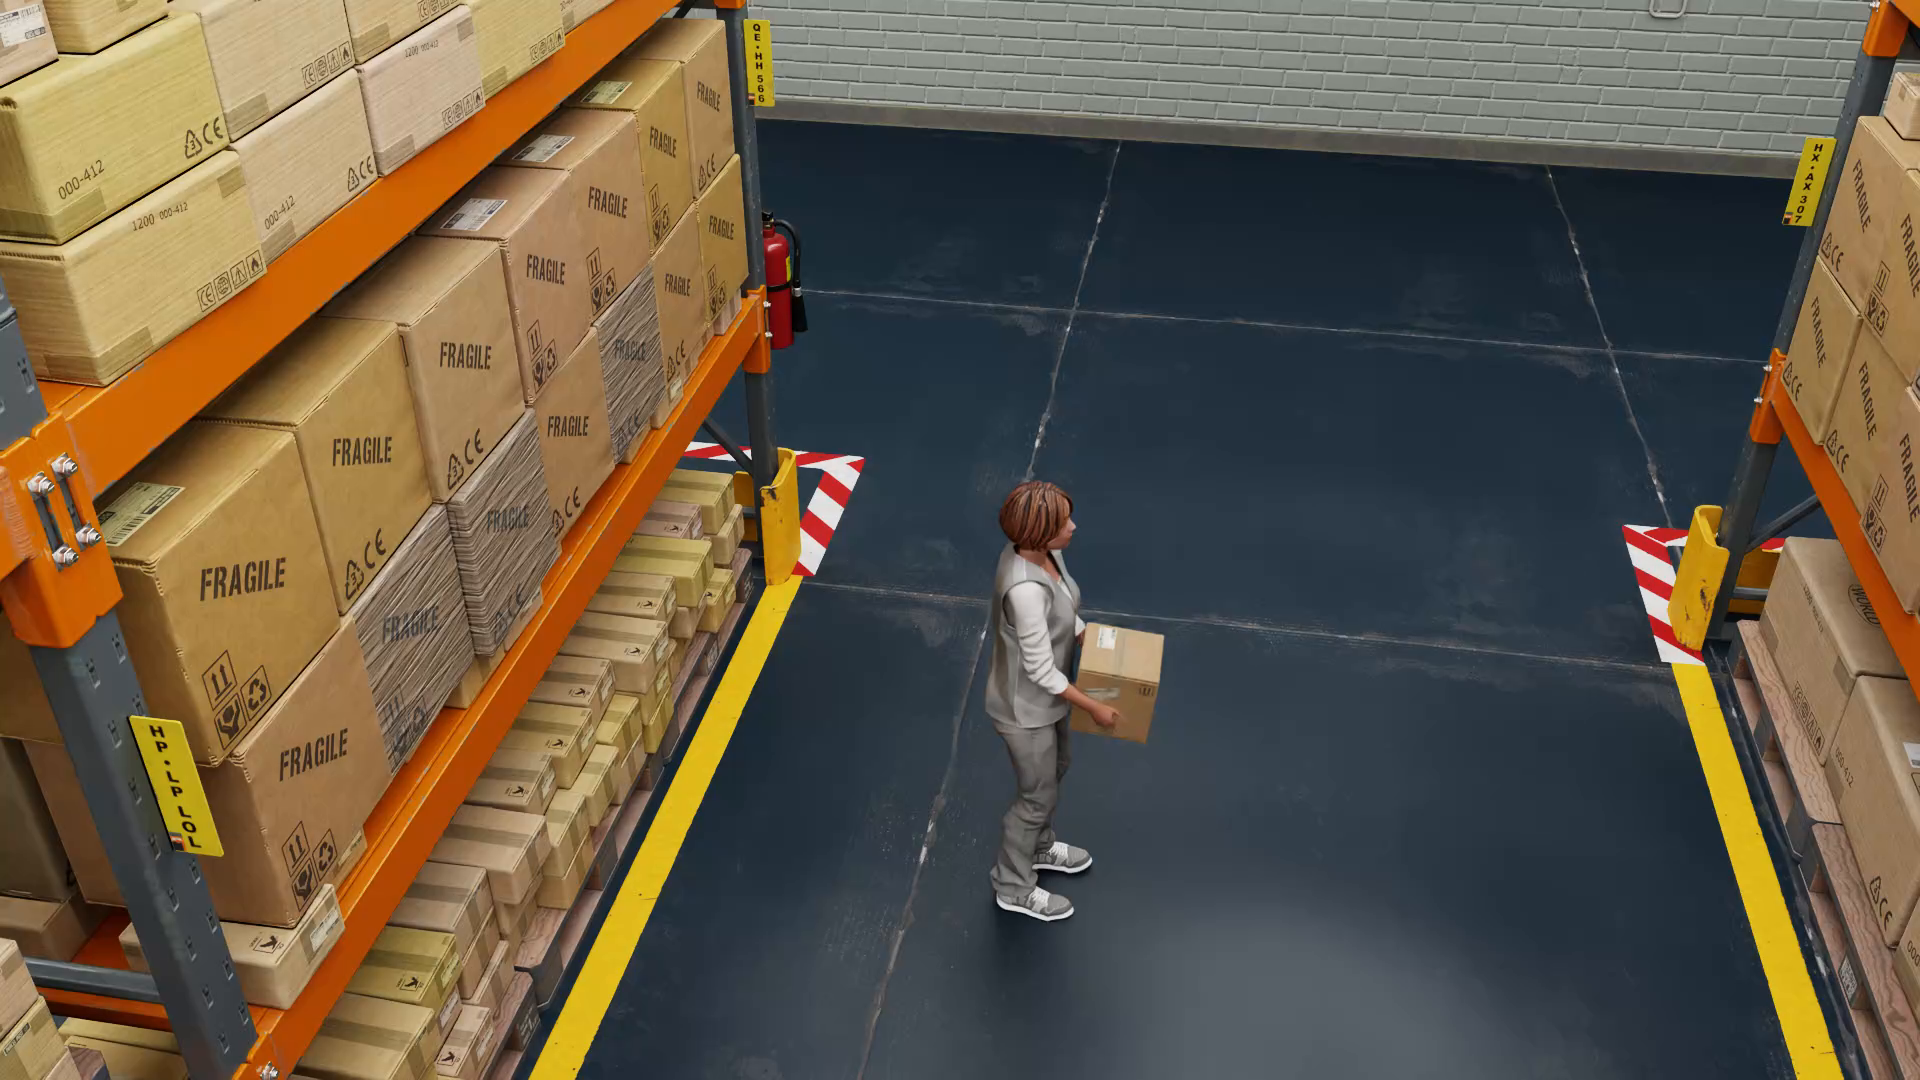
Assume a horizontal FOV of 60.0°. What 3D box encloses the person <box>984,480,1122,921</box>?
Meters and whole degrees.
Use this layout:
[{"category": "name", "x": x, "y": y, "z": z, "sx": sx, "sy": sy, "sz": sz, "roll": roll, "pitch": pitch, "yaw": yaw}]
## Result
[{"category": "person", "x": 0.309, "y": 0.515, "z": 5.342, "sx": 0.461, "sy": 1.602, "sz": 0.440, "roll": 5, "pitch": 33, "yaw": 8}]
